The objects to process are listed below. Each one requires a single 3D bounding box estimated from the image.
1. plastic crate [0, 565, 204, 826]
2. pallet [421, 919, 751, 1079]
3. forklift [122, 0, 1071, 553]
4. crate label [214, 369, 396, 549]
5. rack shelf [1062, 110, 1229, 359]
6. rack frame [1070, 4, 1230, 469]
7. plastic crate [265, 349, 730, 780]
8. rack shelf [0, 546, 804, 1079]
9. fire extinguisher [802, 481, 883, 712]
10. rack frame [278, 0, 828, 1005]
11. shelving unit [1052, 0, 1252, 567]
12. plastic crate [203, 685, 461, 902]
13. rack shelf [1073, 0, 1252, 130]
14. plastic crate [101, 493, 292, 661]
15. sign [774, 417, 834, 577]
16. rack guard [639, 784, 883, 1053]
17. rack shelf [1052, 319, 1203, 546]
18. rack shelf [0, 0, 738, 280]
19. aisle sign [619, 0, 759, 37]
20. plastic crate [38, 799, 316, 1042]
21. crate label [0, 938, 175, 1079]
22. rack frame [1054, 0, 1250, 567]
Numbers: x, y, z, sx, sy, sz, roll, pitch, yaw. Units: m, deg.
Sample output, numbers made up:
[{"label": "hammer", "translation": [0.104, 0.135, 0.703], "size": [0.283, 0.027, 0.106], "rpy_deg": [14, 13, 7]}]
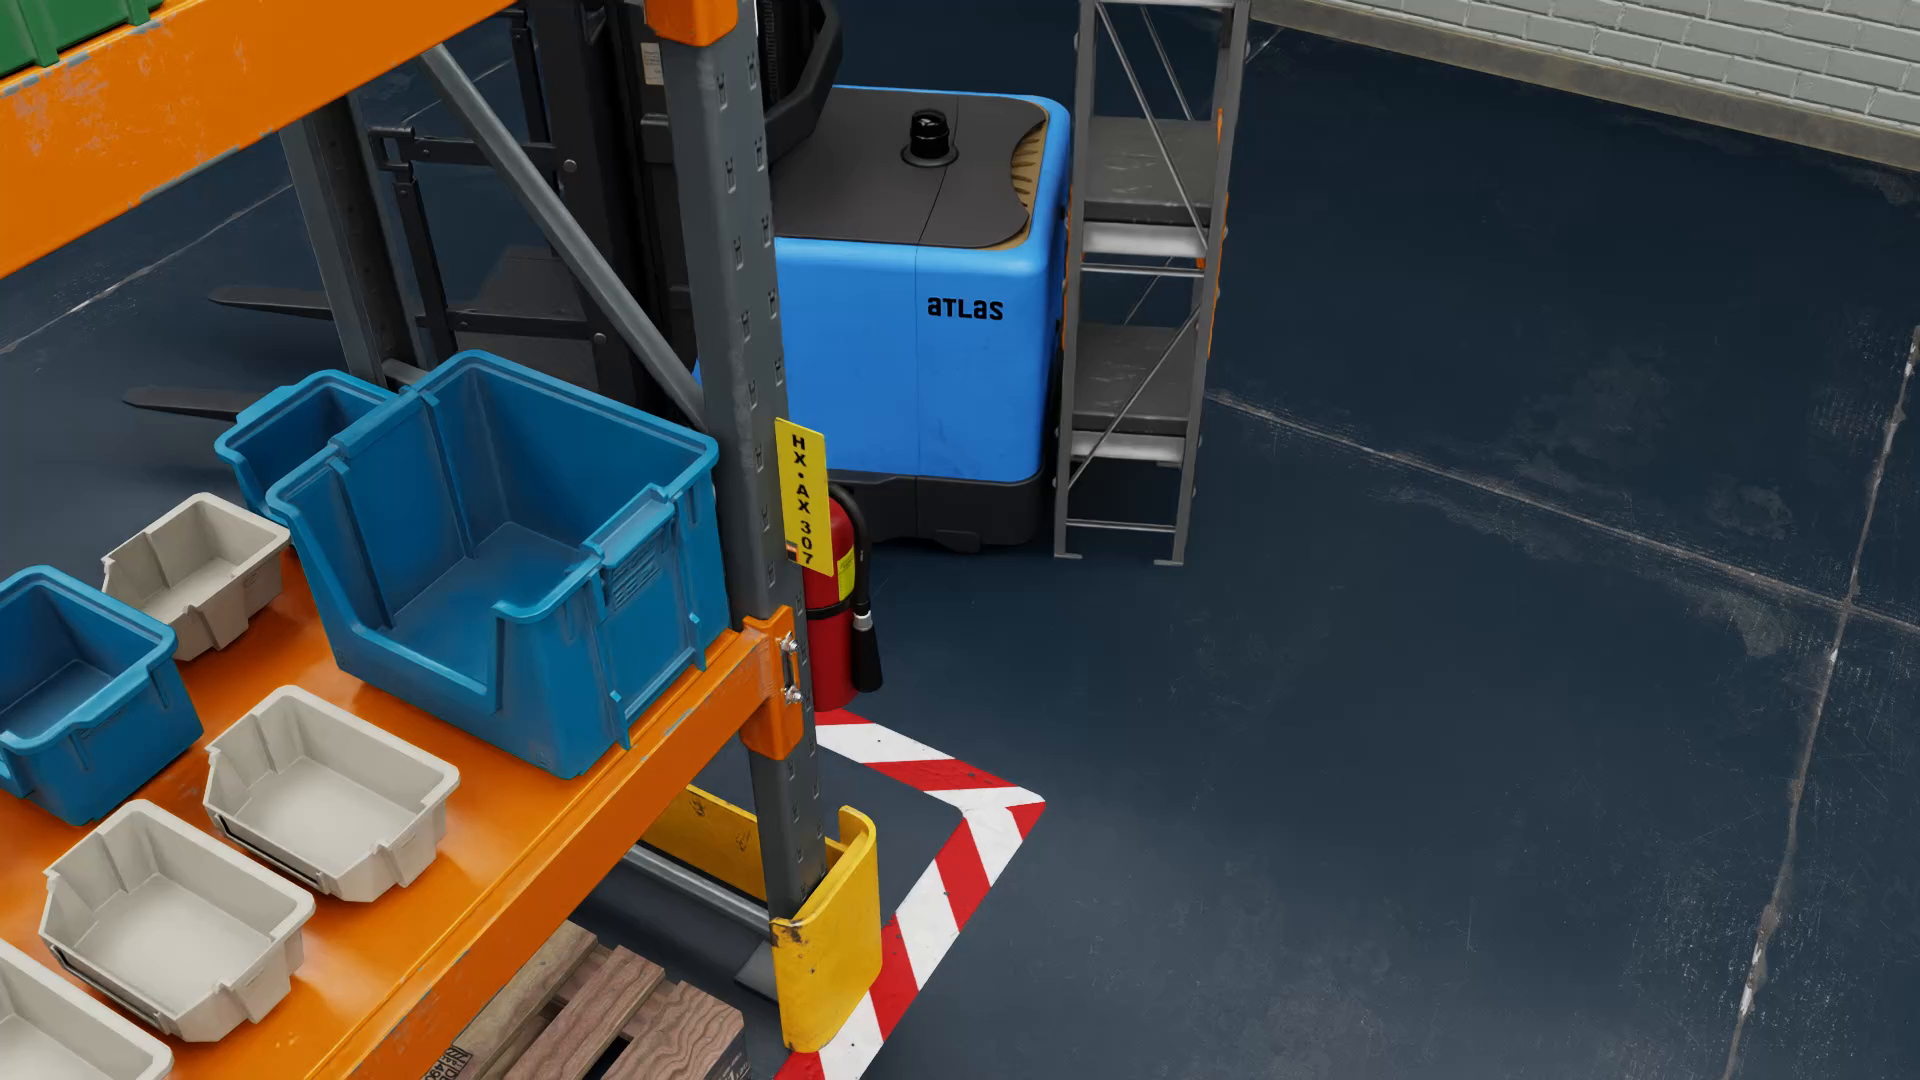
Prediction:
[{"label": "plastic crate", "translation": [-1.496, 0.266, 2.759], "size": [0.416, 0.233, 0.300], "rpy_deg": [21, 45, 22]}, {"label": "pallet", "translation": [-1.204, 1.323, 3.588], "size": [1.003, 0.211, 1.213], "rpy_deg": [21, 45, 22]}, {"label": "forklift", "translation": [-1.197, -1.486, 4.719], "size": [3.031, 2.935, 1.130], "rpy_deg": [5, 42, 5]}, {"label": "crate label", "translation": [-1.167, -0.110, 3.187], "size": [0.416, 0.233, 0.303], "rpy_deg": [21, 45, 22]}, {"label": "rack shelf", "translation": [0.517, -0.872, 4.673], "size": [0.431, 0.518, 0.480], "rpy_deg": [4, 42, 5]}, {"label": "rack frame", "translation": [0.543, -1.043, 4.846], "size": [0.400, 2.100, 0.015], "rpy_deg": [4, 42, 5]}, {"label": "plastic crate", "translation": [-0.764, 0.035, 2.869], "size": [0.616, 0.435, 0.499], "rpy_deg": [21, 45, 22]}, {"label": "rack shelf", "translation": [-1.759, 1.231, 2.126], "size": [1.077, 0.370, 4.000], "rpy_deg": [21, 45, 22]}, {"label": "fire extinguisher", "translation": [-0.289, 0.050, 3.264], "size": [0.296, 0.674, 0.183], "rpy_deg": [21, 45, 22]}, {"label": "rack frame", "translation": [-0.758, -0.183, 3.188], "size": [1.000, 3.000, 0.127], "rpy_deg": [21, 45, 22]}, {"label": "shelving unit", "translation": [0.517, -0.883, 4.664], "size": [0.431, 2.100, 0.503], "rpy_deg": [4, 42, 5]}, {"label": "plastic crate", "translation": [-1.009, 0.420, 2.658], "size": [0.396, 0.136, 0.243], "rpy_deg": [21, 45, 22]}, {"label": "rack shelf", "translation": [0.517, -1.398, 4.210], "size": [0.431, 0.518, 0.480], "rpy_deg": [4, 42, 5]}, {"label": "plastic crate", "translation": [-1.399, 0.082, 3.041], "size": [0.250, 0.136, 0.298], "rpy_deg": [21, 45, 22]}, {"label": "sign", "translation": [-0.274, -0.072, 2.938], "size": [0.100, 0.325, 0.005], "rpy_deg": [21, 45, 22]}, {"label": "rack guard", "translation": [-0.757, 0.737, 4.035], "size": [1.175, 0.500, 0.348], "rpy_deg": [21, 45, 22]}, {"label": "rack shelf", "translation": [0.517, -0.347, 5.135], "size": [0.431, 0.518, 0.480], "rpy_deg": [4, 42, 5]}, {"label": "rack shelf", "translation": [-1.759, 0.106, 1.135], "size": [1.077, 0.370, 4.000], "rpy_deg": [21, 45, 22]}, {"label": "aisle sign", "translation": [-0.469, -1.103, 2.266], "size": [0.394, 0.787, 0.004], "rpy_deg": [21, 45, 22]}, {"label": "plastic crate", "translation": [-1.167, 0.581, 2.475], "size": [0.396, 0.136, 0.243], "rpy_deg": [21, 45, 22]}, {"label": "crate label", "translation": [-1.285, 0.748, 2.285], "size": [0.396, 0.136, 0.243], "rpy_deg": [21, 45, 22]}, {"label": "rack frame", "translation": [0.491, -0.722, 4.481], "size": [0.400, 2.100, 0.015], "rpy_deg": [4, 42, 5]}]
